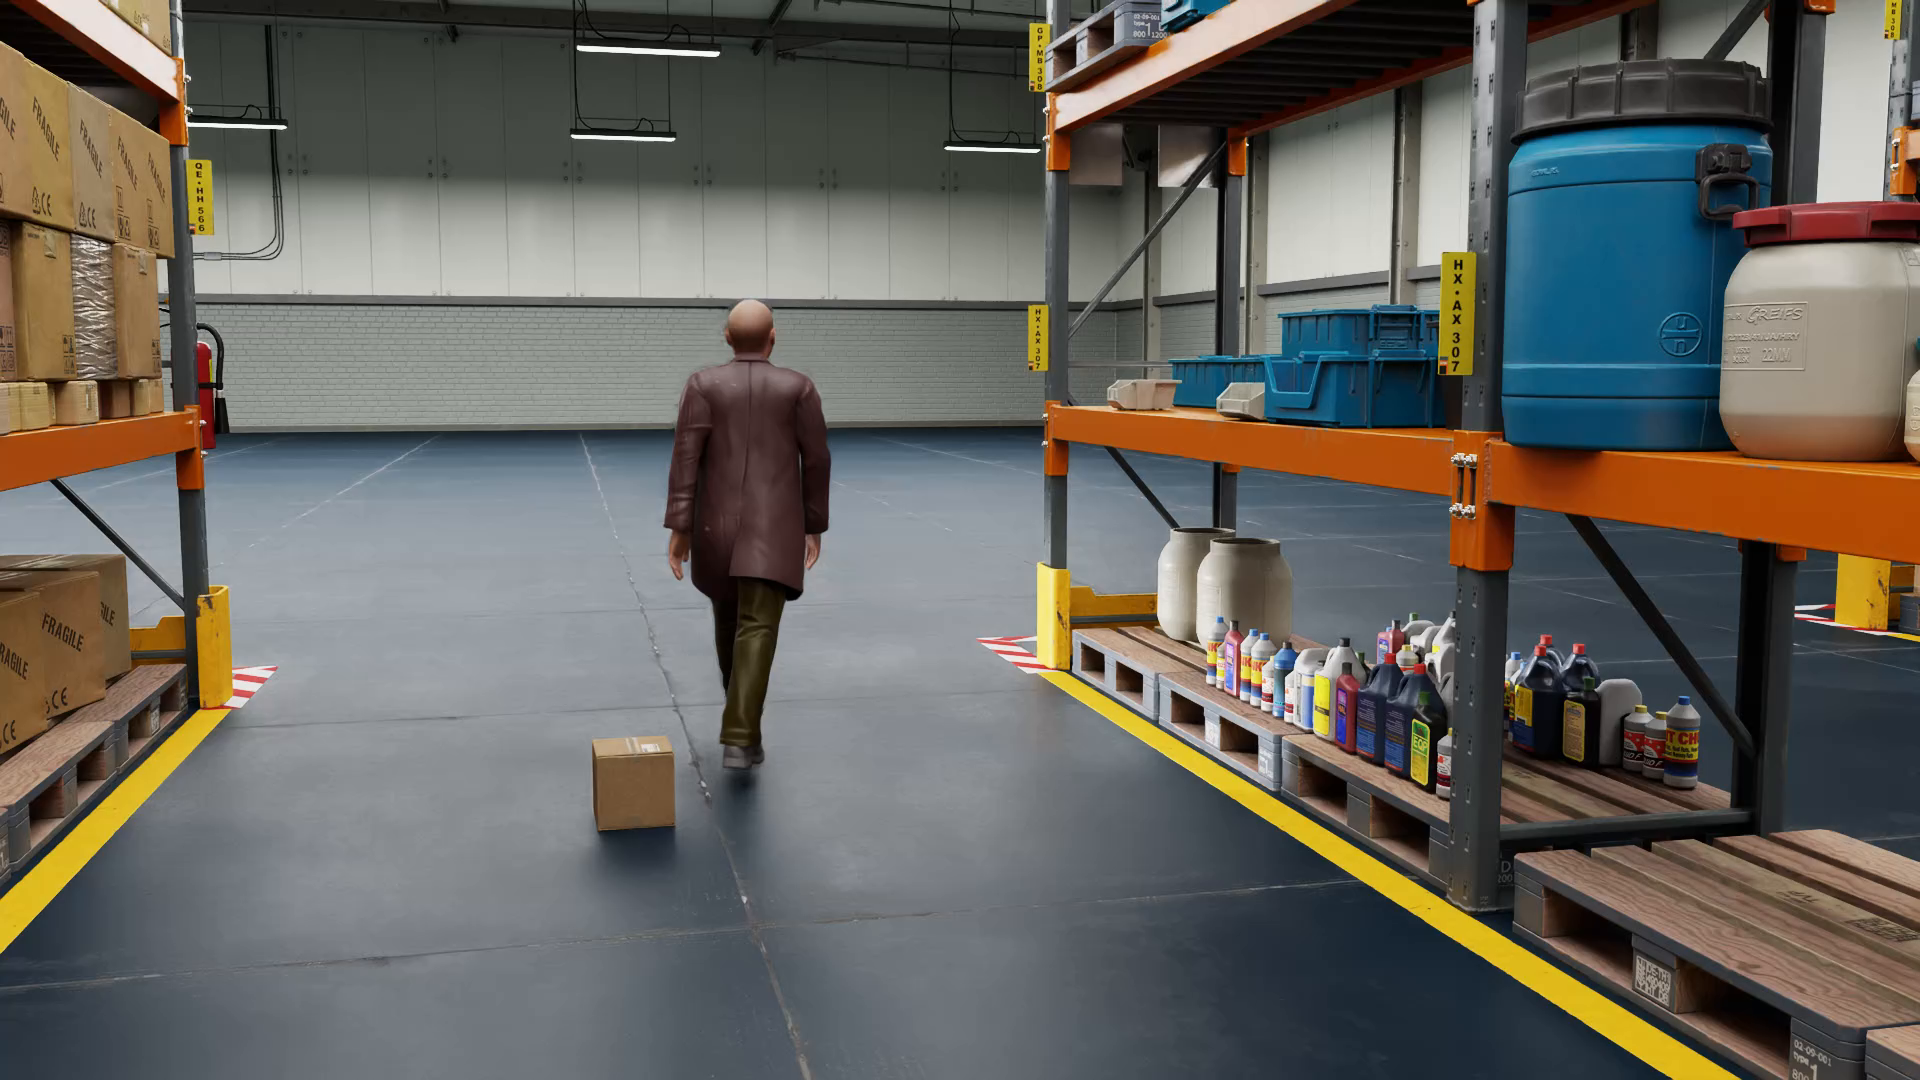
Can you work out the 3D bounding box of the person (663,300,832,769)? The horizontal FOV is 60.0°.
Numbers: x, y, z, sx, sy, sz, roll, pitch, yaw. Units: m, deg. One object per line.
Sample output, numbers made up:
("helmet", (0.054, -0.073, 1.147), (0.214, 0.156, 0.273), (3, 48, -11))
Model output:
("person", (-0.788, -0.057, 6.360), (0.603, 1.708, 1.129), (0, 6, 4))
